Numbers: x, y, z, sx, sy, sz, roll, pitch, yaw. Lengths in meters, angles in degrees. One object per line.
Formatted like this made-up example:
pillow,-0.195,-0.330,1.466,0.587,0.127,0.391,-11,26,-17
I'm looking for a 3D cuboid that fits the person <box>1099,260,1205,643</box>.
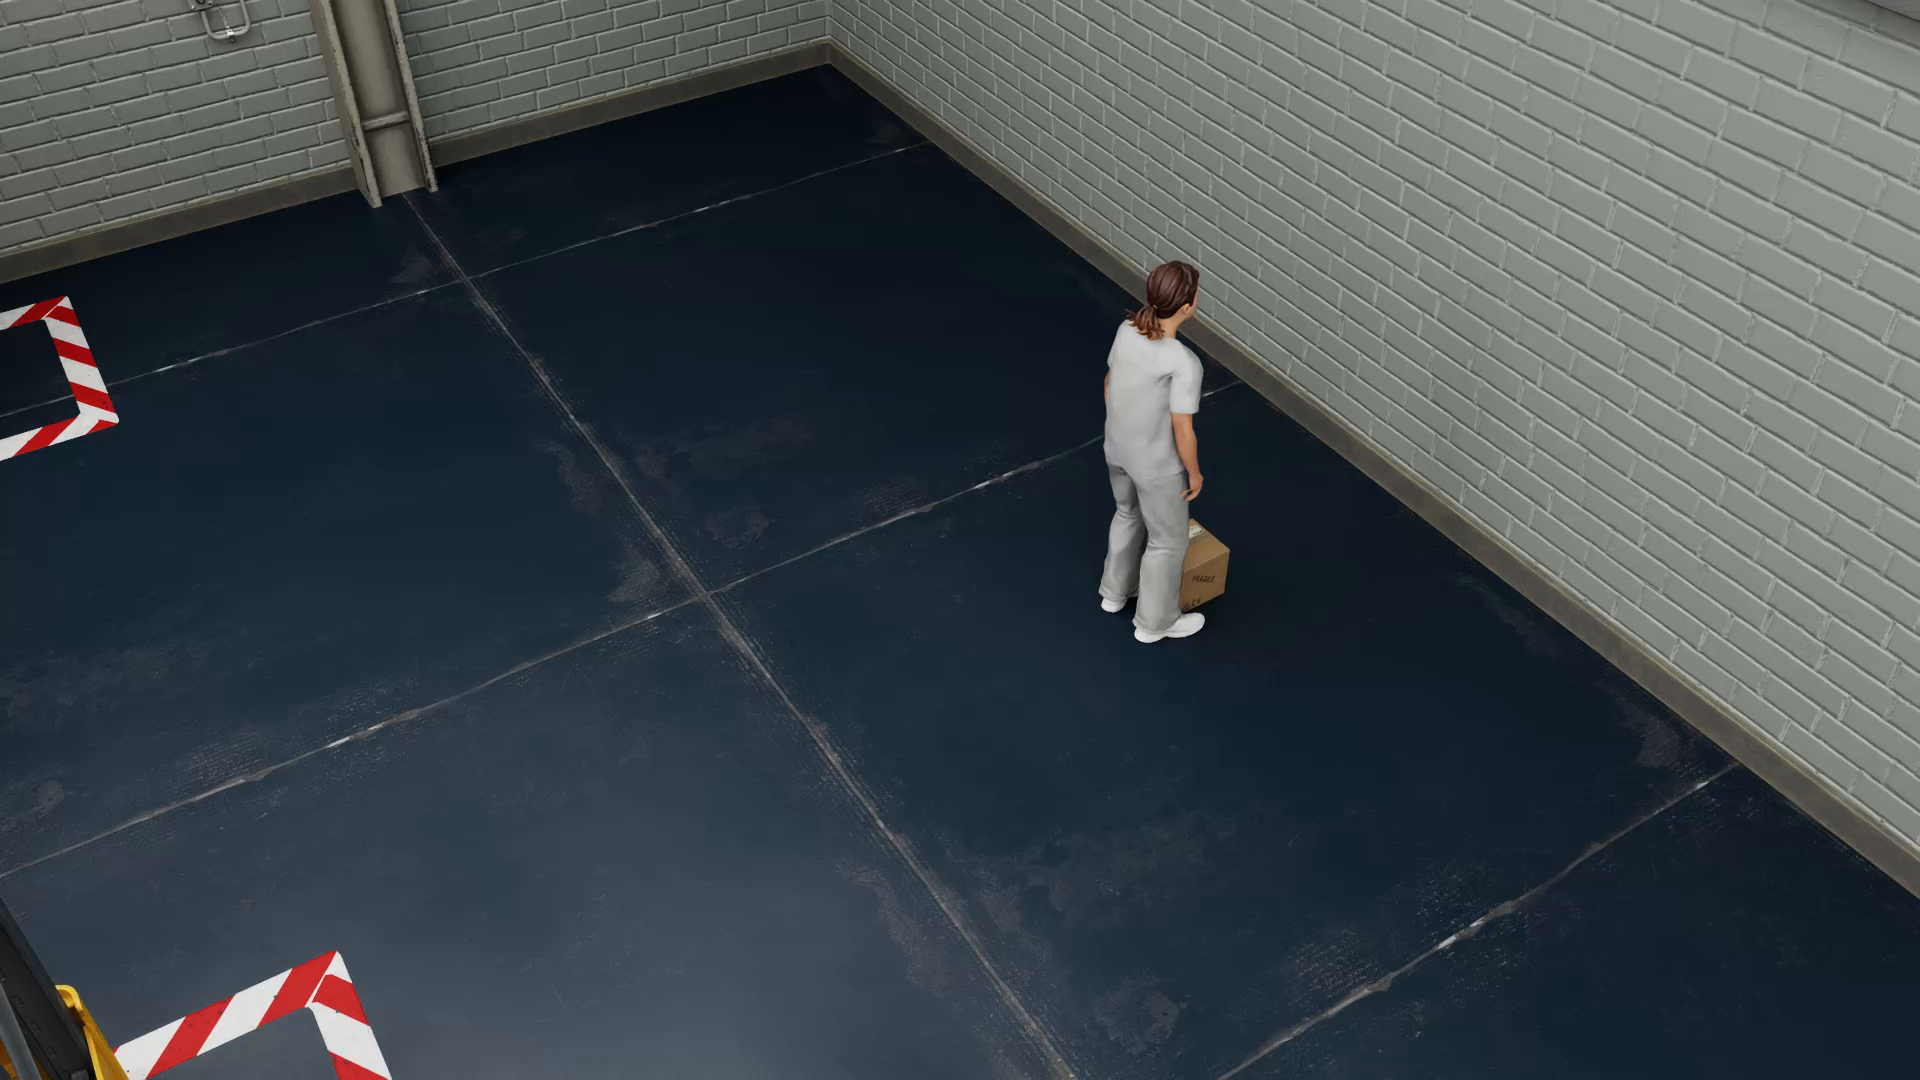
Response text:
person,0.761,-0.336,6.546,0.357,1.672,0.514,-25,47,-26
